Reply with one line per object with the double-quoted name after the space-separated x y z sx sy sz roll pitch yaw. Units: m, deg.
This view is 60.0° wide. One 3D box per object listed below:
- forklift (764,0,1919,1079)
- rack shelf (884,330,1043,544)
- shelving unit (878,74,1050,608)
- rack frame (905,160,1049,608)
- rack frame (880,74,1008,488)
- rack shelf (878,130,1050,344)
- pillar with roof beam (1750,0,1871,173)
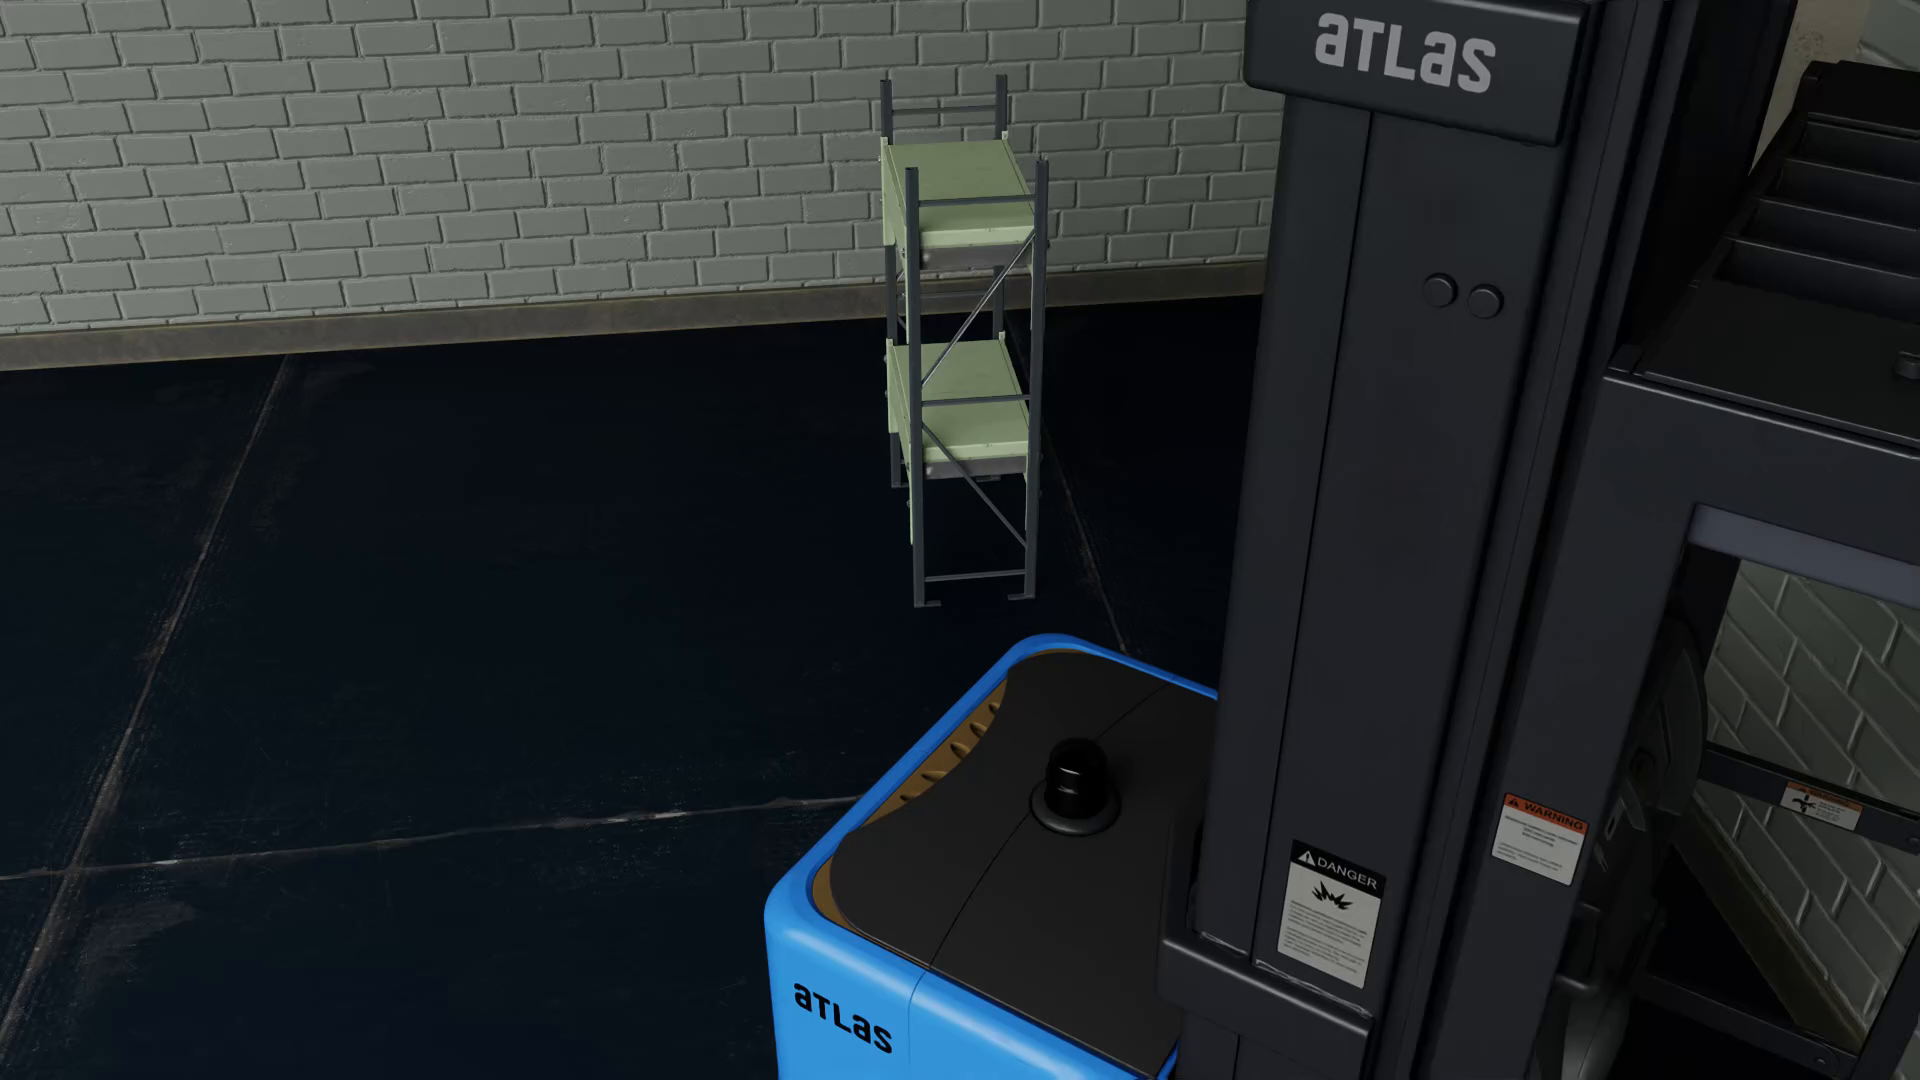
1.153 0.529 2.371 3.031 2.935 1.130 20 39 26 "forklift"
-0.001 -0.354 5.517 0.431 0.370 0.720 -4 35 -6 "rack shelf"
-0.001 -0.623 5.333 0.431 1.500 0.755 -4 35 -6 "shelving unit"
0.048 -0.419 5.033 0.400 1.500 0.023 -4 35 -6 "rack frame"
-0.050 -0.828 5.633 0.400 1.500 0.023 -4 35 -6 "rack frame"
-0.001 -0.946 5.113 0.431 0.370 0.720 -4 35 -6 "rack shelf"
-2.503 -2.822 1.900 9.100 9.000 0.400 -4 35 -6 "pillar with roof beam"
